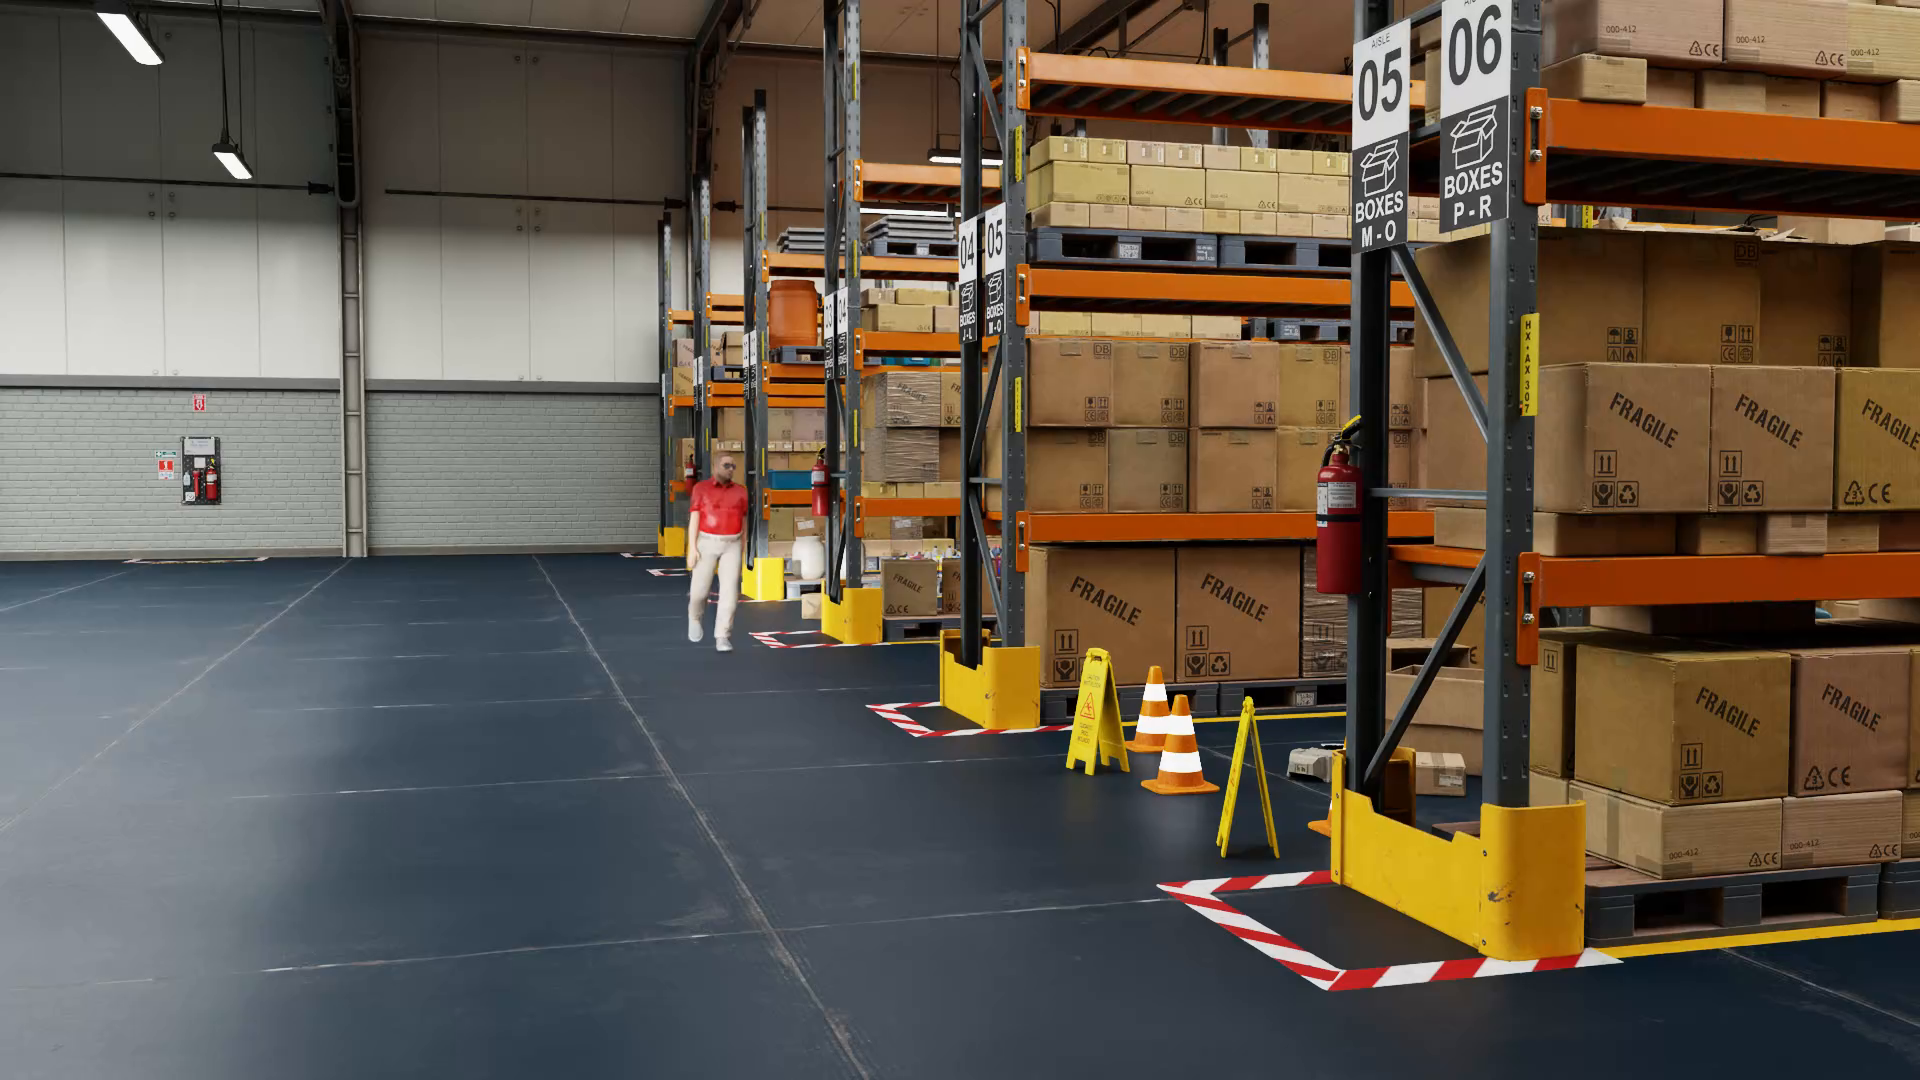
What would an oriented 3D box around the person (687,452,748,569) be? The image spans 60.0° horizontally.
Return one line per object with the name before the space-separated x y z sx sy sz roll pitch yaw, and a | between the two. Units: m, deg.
person | -2.098 -0.232 14.421 0.566 1.054 0.351 -1 3 -20
